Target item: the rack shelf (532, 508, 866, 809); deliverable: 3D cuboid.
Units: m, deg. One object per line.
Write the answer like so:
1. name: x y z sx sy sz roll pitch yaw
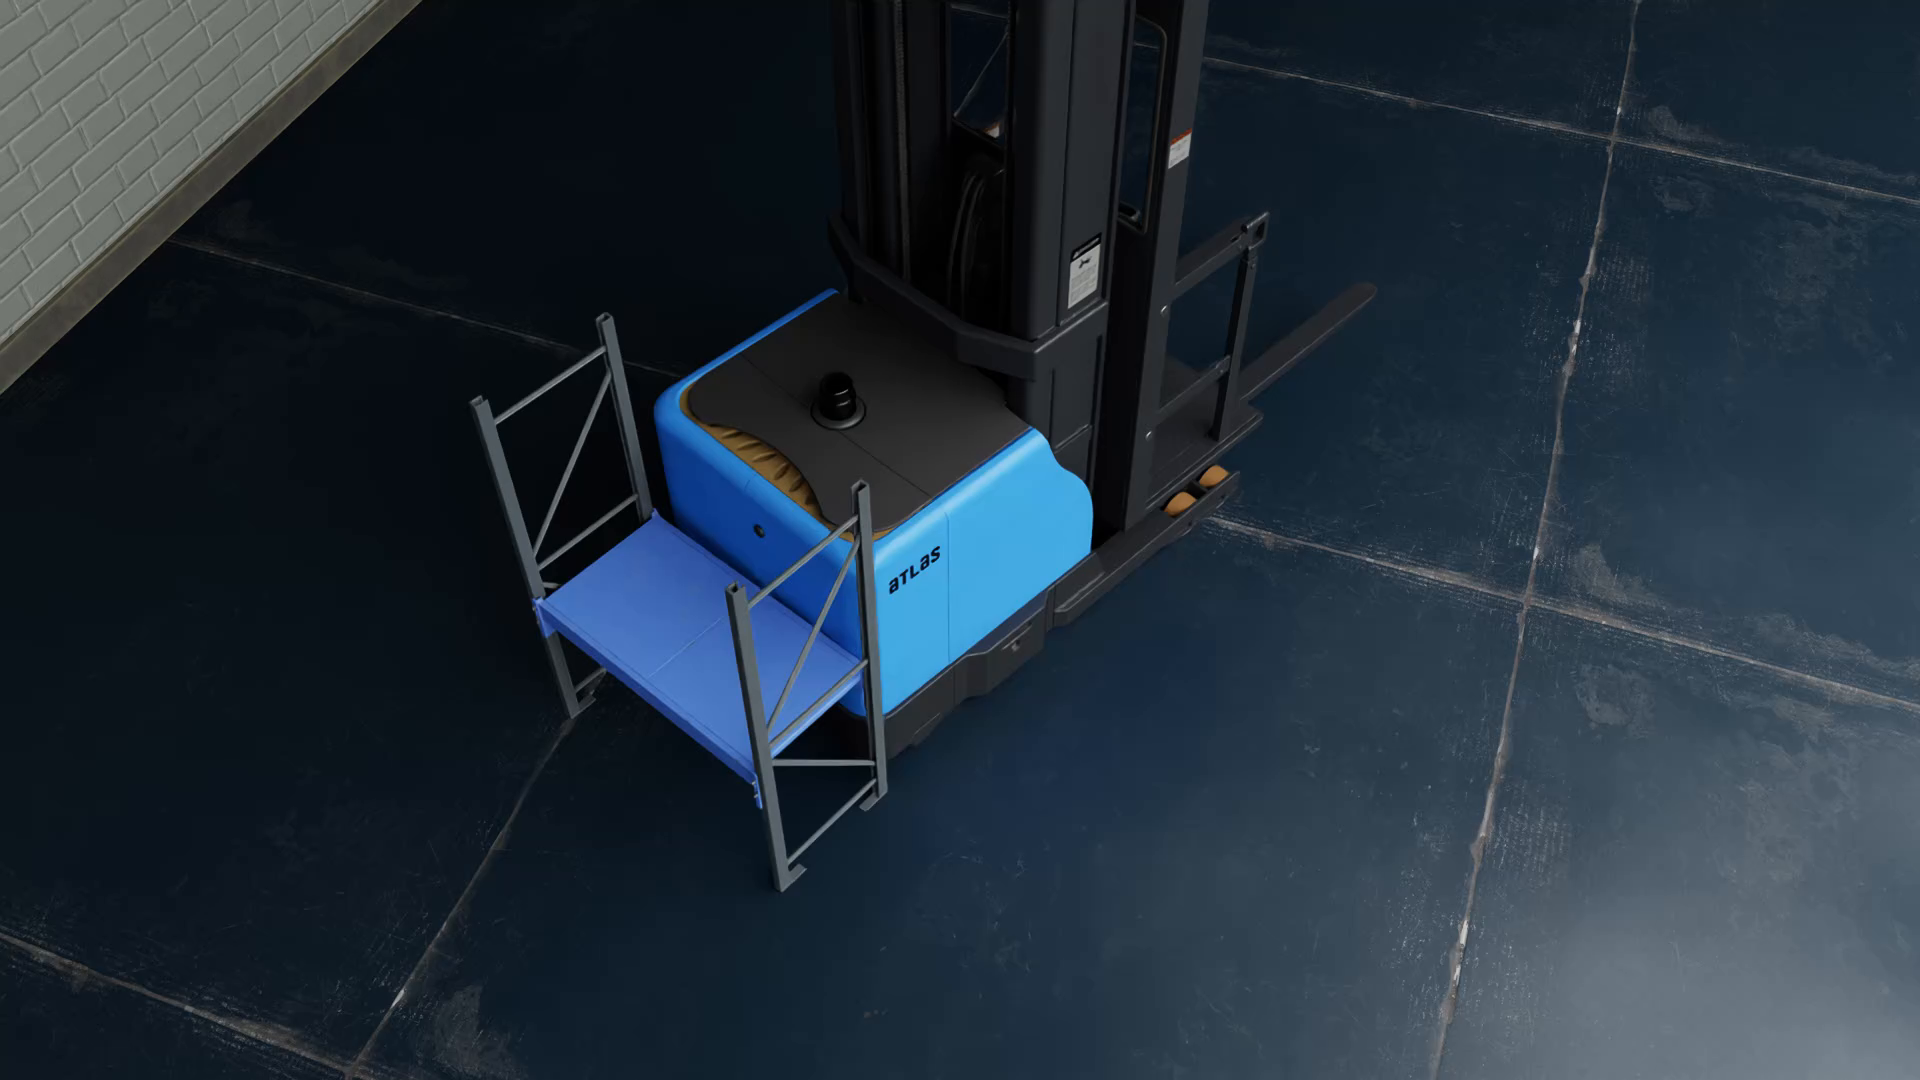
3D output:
1. rack shelf: -0.799 0.346 5.196 1.000 0.185 0.538 33 57 25

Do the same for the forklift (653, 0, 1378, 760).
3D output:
1. forklift: 0.416 -1.228 5.374 3.031 2.935 1.130 -37 58 -28

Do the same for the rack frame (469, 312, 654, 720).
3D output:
1. rack frame: -1.183 -0.024 5.278 0.032 1.500 0.500 33 57 25

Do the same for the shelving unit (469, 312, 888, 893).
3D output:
1. shelving unit: -0.799 0.228 5.060 1.048 1.500 0.538 33 57 25

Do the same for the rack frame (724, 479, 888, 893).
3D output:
1. rack frame: -0.415 0.479 4.842 0.032 1.500 0.500 33 57 25
